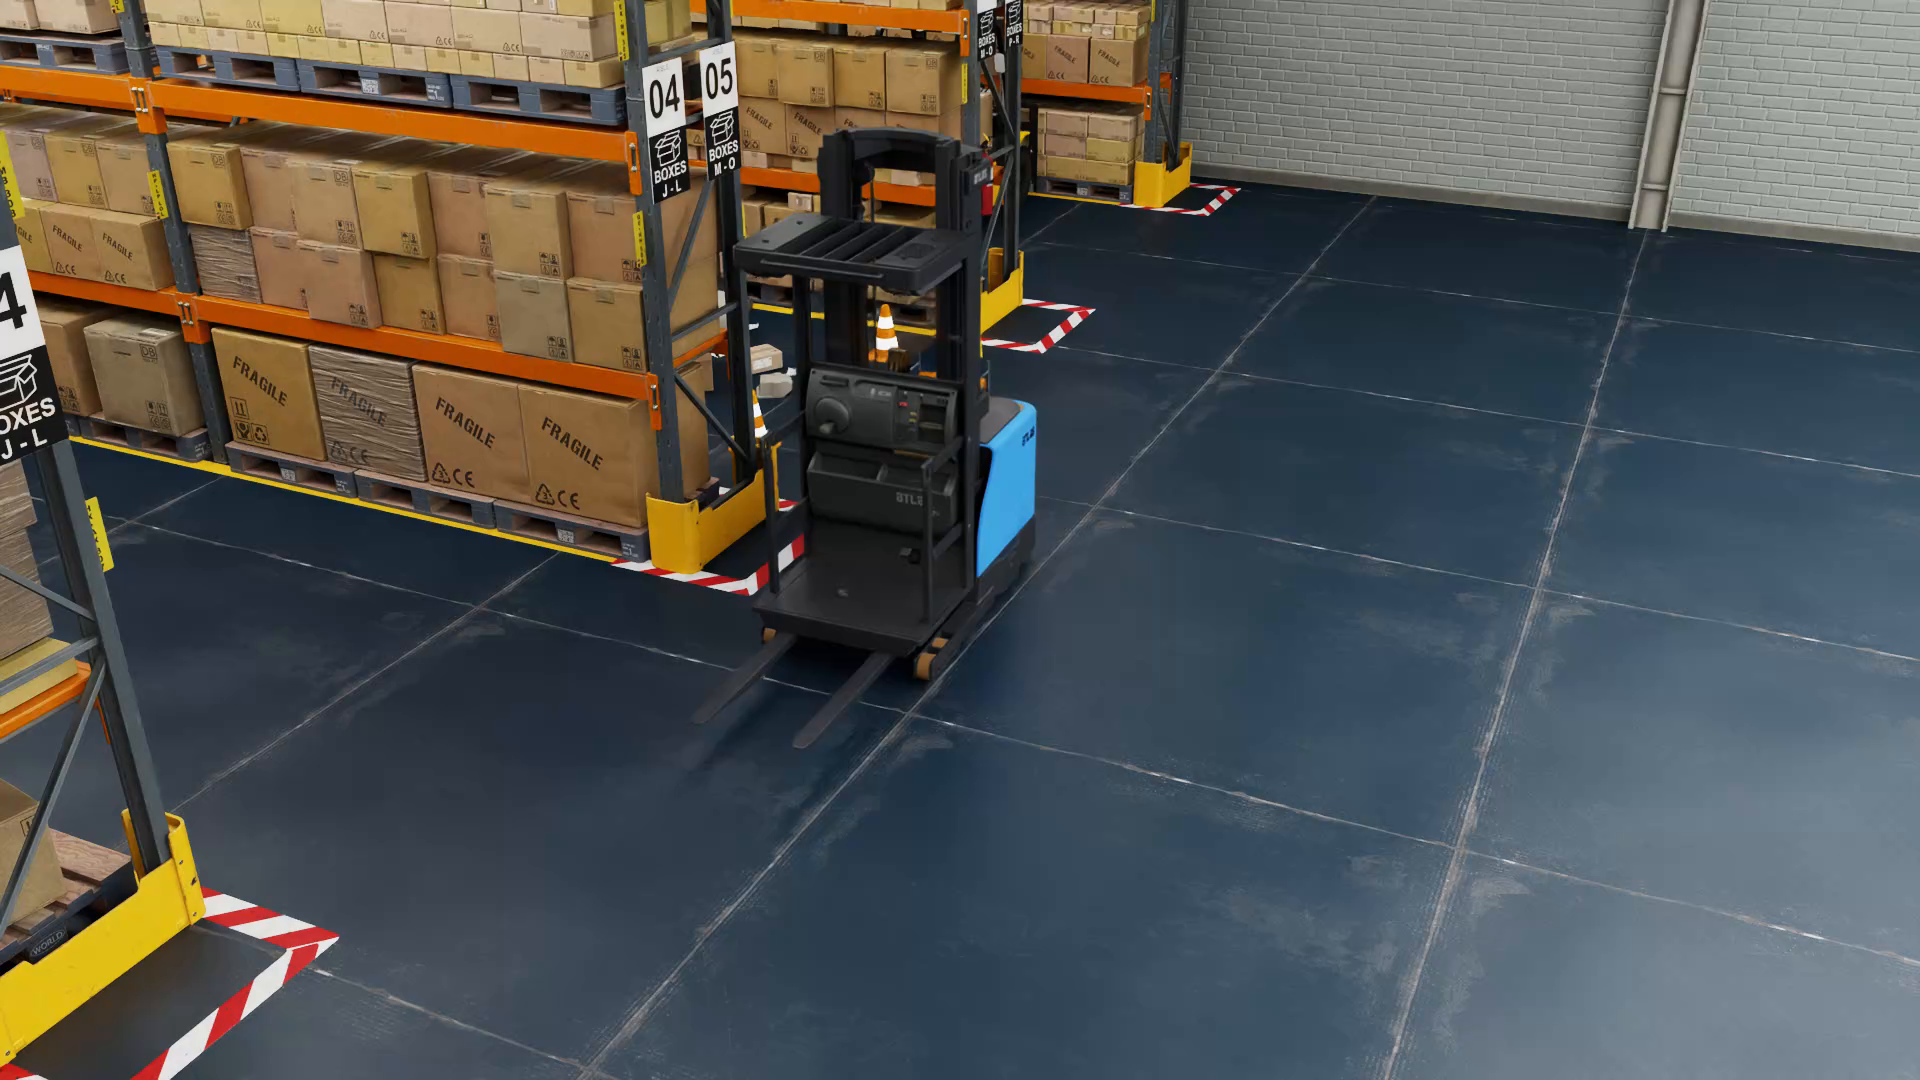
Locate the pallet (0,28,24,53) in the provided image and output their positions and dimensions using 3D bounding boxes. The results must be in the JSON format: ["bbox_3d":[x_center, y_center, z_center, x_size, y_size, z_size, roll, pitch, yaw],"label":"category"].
[{"bbox_3d":[-7.325,-3.807,12.403,1.213,0.211,1.003,13,29,24],"label":"pallet"}]

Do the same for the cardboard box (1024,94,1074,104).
[{"bbox_3d":[1.072,-5.141,19.801,0.500,0.250,0.500,11,28,21],"label":"cardboard box"}]

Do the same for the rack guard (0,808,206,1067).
[{"bbox_3d":[-3.884,1.701,7.229,0.348,0.500,1.175,11,28,22],"label":"rack guard"}]

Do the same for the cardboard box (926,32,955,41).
[{"bbox_3d":[-0.064,-5.797,19.516,0.500,0.500,0.500,11,28,21],"label":"cardboard box"}]

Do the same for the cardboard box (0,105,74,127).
[{"bbox_3d":[-7.153,-2.974,12.650,0.500,0.500,0.700,11,28,21],"label":"cardboard box"}]

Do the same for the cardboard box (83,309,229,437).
[{"bbox_3d":[-5.913,-1.370,12.709,0.750,0.750,1.050,11,28,22],"label":"cardboard box"}]

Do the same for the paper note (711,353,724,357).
[{"bbox_3d":[-2.108,-1.642,14.564,0.142,0.019,0.148,23,35,39],"label":"paper note"}]

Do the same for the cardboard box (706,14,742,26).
[{"bbox_3d":[-2.790,-6.450,20.559,0.500,0.250,0.500,12,29,23],"label":"cardboard box"}]

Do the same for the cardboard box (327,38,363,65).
[{"bbox_3d":[-3.735,-3.099,10.448,0.250,0.149,0.380,12,29,22],"label":"cardboard box"}]

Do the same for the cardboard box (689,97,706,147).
[{"bbox_3d":[-2.150,-3.929,15.384,0.500,0.500,0.500,11,28,21],"label":"cardboard box"}]

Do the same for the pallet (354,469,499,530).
[{"bbox_3d":[-3.536,-0.470,11.965,1.213,0.211,1.003,11,28,22],"label":"pallet"}]

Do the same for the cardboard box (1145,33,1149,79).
[{"bbox_3d":[2.003,-5.635,19.186,0.500,0.500,0.500,12,29,23],"label":"cardboard box"}]

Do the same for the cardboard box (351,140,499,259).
[{"bbox_3d":[-3.520,-2.283,11.098,0.500,0.550,0.875,11,28,22],"label":"cardboard box"}]

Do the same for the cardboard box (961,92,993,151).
[{"bbox_3d":[-0.029,-3.768,15.057,0.500,0.500,0.500,11,28,21],"label":"cardboard box"}]

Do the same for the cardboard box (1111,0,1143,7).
[{"bbox_3d":[1.905,-6.078,19.015,0.250,0.149,0.380,12,29,24],"label":"cardboard box"}]

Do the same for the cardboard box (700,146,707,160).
[{"bbox_3d":[-2.228,-3.666,15.585,0.250,0.149,0.380,11,28,22],"label":"cardboard box"}]

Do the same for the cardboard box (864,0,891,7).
[{"bbox_3d":[-0.621,-4.672,14.231,0.250,0.149,0.380,12,29,23],"label":"cardboard box"}]

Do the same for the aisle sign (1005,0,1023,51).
[{"bbox_3d":[0.472,-4.671,14.398,0.004,0.787,0.394,11,28,22],"label":"aisle sign"}]

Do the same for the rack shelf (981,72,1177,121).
[{"bbox_3d":[0.518,-5.431,19.699,4.000,0.370,1.077,11,28,22],"label":"rack shelf"}]

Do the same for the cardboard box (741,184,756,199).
[{"bbox_3d":[-2.125,-3.300,15.611,0.250,0.149,0.380,13,29,25],"label":"cardboard box"}]

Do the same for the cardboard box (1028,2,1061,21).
[{"bbox_3d":[0.960,-5.986,18.828,0.250,0.149,0.380,12,29,23],"label":"cardboard box"}]

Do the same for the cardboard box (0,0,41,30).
[{"bbox_3d":[-6.526,-3.763,11.682,0.500,0.250,0.500,11,28,21],"label":"cardboard box"}]

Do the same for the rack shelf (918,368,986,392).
[{"bbox_3d":[-0.083,-0.998,11.029,0.480,0.148,0.258,10,28,20],"label":"rack shelf"}]

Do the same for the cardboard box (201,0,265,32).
[{"bbox_3d":[-4.522,-3.465,10.741,0.500,0.250,0.500,11,28,21],"label":"cardboard box"}]

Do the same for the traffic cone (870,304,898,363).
[{"bbox_3d":[-0.638,-1.813,14.409,0.334,0.463,0.336,11,28,22],"label":"traffic cone"}]

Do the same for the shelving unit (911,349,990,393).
[{"bbox_3d":[-0.083,-0.646,11.203,0.503,1.200,0.258,10,28,20],"label":"shelving unit"}]

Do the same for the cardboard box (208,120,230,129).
[{"bbox_3d":[-7.589,-4.249,18.414,0.875,0.875,0.875,11,28,21],"label":"cardboard box"}]

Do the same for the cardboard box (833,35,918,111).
[{"bbox_3d":[-0.726,-4.119,14.639,0.500,0.500,0.700,12,29,22],"label":"cardboard box"}]

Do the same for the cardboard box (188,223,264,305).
[{"bbox_3d":[-4.970,-2.118,11.987,0.550,0.550,0.875,11,28,22],"label":"cardboard box"}]

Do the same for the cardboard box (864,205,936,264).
[{"bbox_3d":[-0.550,-2.724,15.176,0.500,0.500,0.500,12,28,22],"label":"cardboard box"}]

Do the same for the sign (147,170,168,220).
[{"bbox_3d":[-5.527,-2.378,11.462,0.005,0.325,0.100,11,28,22],"label":"sign"}]

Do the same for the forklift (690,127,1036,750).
[{"bbox_3d":[-0.535,-0.711,9.377,1.130,2.935,3.031,10,28,20],"label":"forklift"}]

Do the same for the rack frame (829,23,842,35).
[{"bbox_3d":[-1.303,-6.119,20.283,0.127,3.000,1.000,11,28,22],"label":"rack frame"}]

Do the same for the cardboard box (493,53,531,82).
[{"bbox_3d":[-2.576,-2.866,9.976,0.250,0.149,0.380,12,29,23],"label":"cardboard box"}]

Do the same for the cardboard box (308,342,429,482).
[{"bbox_3d":[-3.945,-1.043,11.902,0.875,0.875,0.875,12,28,22],"label":"cardboard box"}]

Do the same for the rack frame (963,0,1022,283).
[{"bbox_3d":[0.287,-3.391,14.742,0.127,3.000,1.000,11,28,22],"label":"rack frame"}]

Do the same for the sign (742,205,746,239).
[{"bbox_3d":[-1.434,-2.028,10.904,0.005,0.325,0.100,11,28,22],"label":"sign"}]

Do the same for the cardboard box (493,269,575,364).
[{"bbox_3d":[-2.536,-1.591,10.916,0.550,0.550,0.875,11,28,22],"label":"cardboard box"}]

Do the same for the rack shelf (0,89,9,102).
[{"bbox_3d":[-12.457,-5.628,20.100,4.000,0.370,1.077,11,28,22],"label":"rack shelf"}]

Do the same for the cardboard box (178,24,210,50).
[{"bbox_3d":[-4.884,-3.330,10.918,0.250,0.149,0.380,11,28,22],"label":"cardboard box"}]

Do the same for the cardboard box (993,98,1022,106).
[{"bbox_3d":[0.402,-5.025,19.566,0.500,0.250,0.500,11,28,21],"label":"cardboard box"}]

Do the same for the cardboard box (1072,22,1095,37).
[{"bbox_3d":[1.451,-5.781,18.749,0.250,0.149,0.380,12,29,23],"label":"cardboard box"}]

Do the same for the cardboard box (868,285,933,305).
[{"bbox_3d":[-0.582,-2.390,15.346,0.500,0.250,0.500,11,28,22],"label":"cardboard box"}]

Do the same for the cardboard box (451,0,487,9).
[{"bbox_3d":[-2.813,-3.271,9.896,0.250,0.149,0.380,12,29,23],"label":"cardboard box"}]

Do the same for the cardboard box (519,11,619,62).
[{"bbox_3d":[-2.231,-3.005,9.806,0.500,0.250,0.500,12,29,22],"label":"cardboard box"}]

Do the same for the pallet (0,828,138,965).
[{"bbox_3d":[-4.609,1.668,7.624,1.213,0.211,1.003,11,28,22],"label":"pallet"}]

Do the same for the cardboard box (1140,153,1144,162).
[{"bbox_3d":[1.973,-4.511,19.654,0.500,0.250,0.500,11,28,22],"label":"cardboard box"}]

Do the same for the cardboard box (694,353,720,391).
[{"bbox_3d":[-2.359,-1.575,13.878,0.637,0.503,0.797,-7,27,-14],"label":"cardboard box"}]

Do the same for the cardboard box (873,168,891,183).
[{"bbox_3d":[-0.643,-3.318,14.878,0.250,0.149,0.380,11,28,21],"label":"cardboard box"}]
